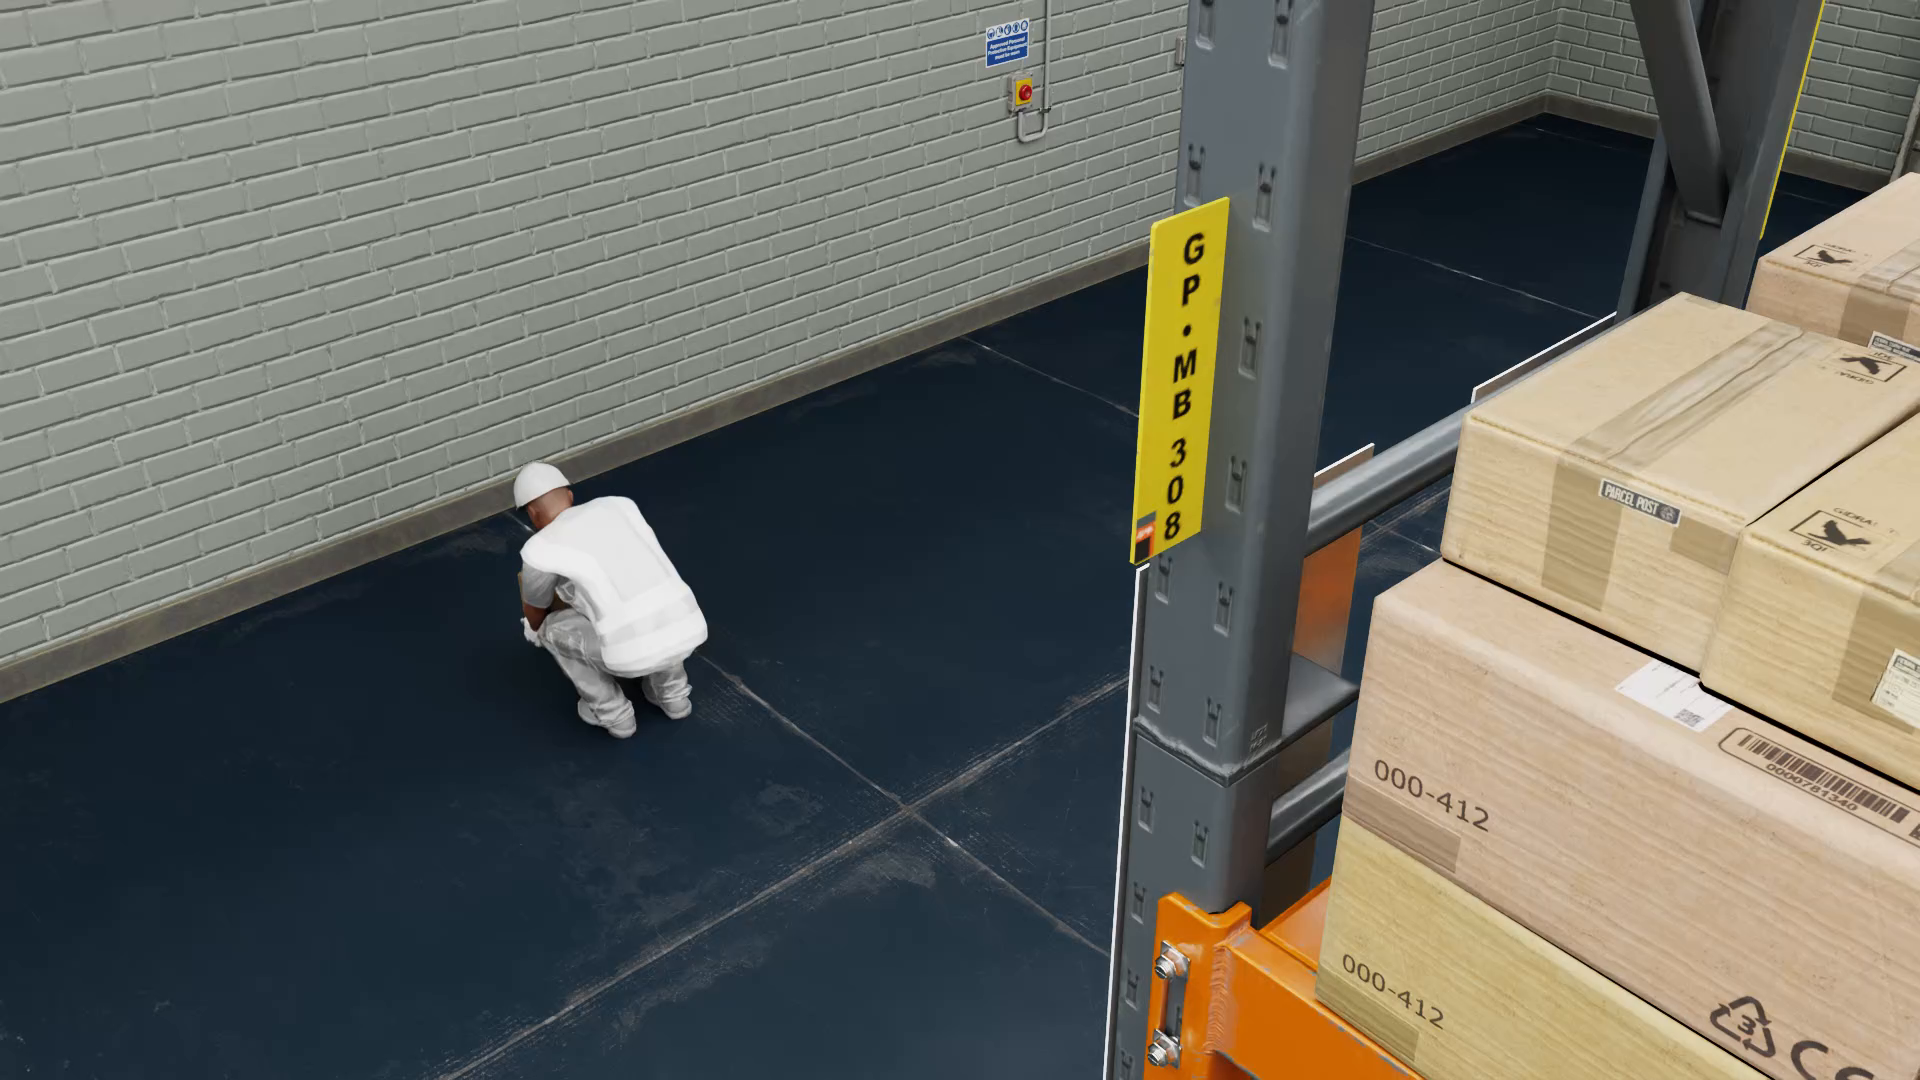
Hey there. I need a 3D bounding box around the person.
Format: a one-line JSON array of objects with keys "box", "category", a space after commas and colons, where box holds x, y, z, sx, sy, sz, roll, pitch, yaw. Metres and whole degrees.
[{"box": [-1.402, 0.236, 6.487, 0.564, 1.003, 0.910, -27, 40, -36], "category": "person"}]
